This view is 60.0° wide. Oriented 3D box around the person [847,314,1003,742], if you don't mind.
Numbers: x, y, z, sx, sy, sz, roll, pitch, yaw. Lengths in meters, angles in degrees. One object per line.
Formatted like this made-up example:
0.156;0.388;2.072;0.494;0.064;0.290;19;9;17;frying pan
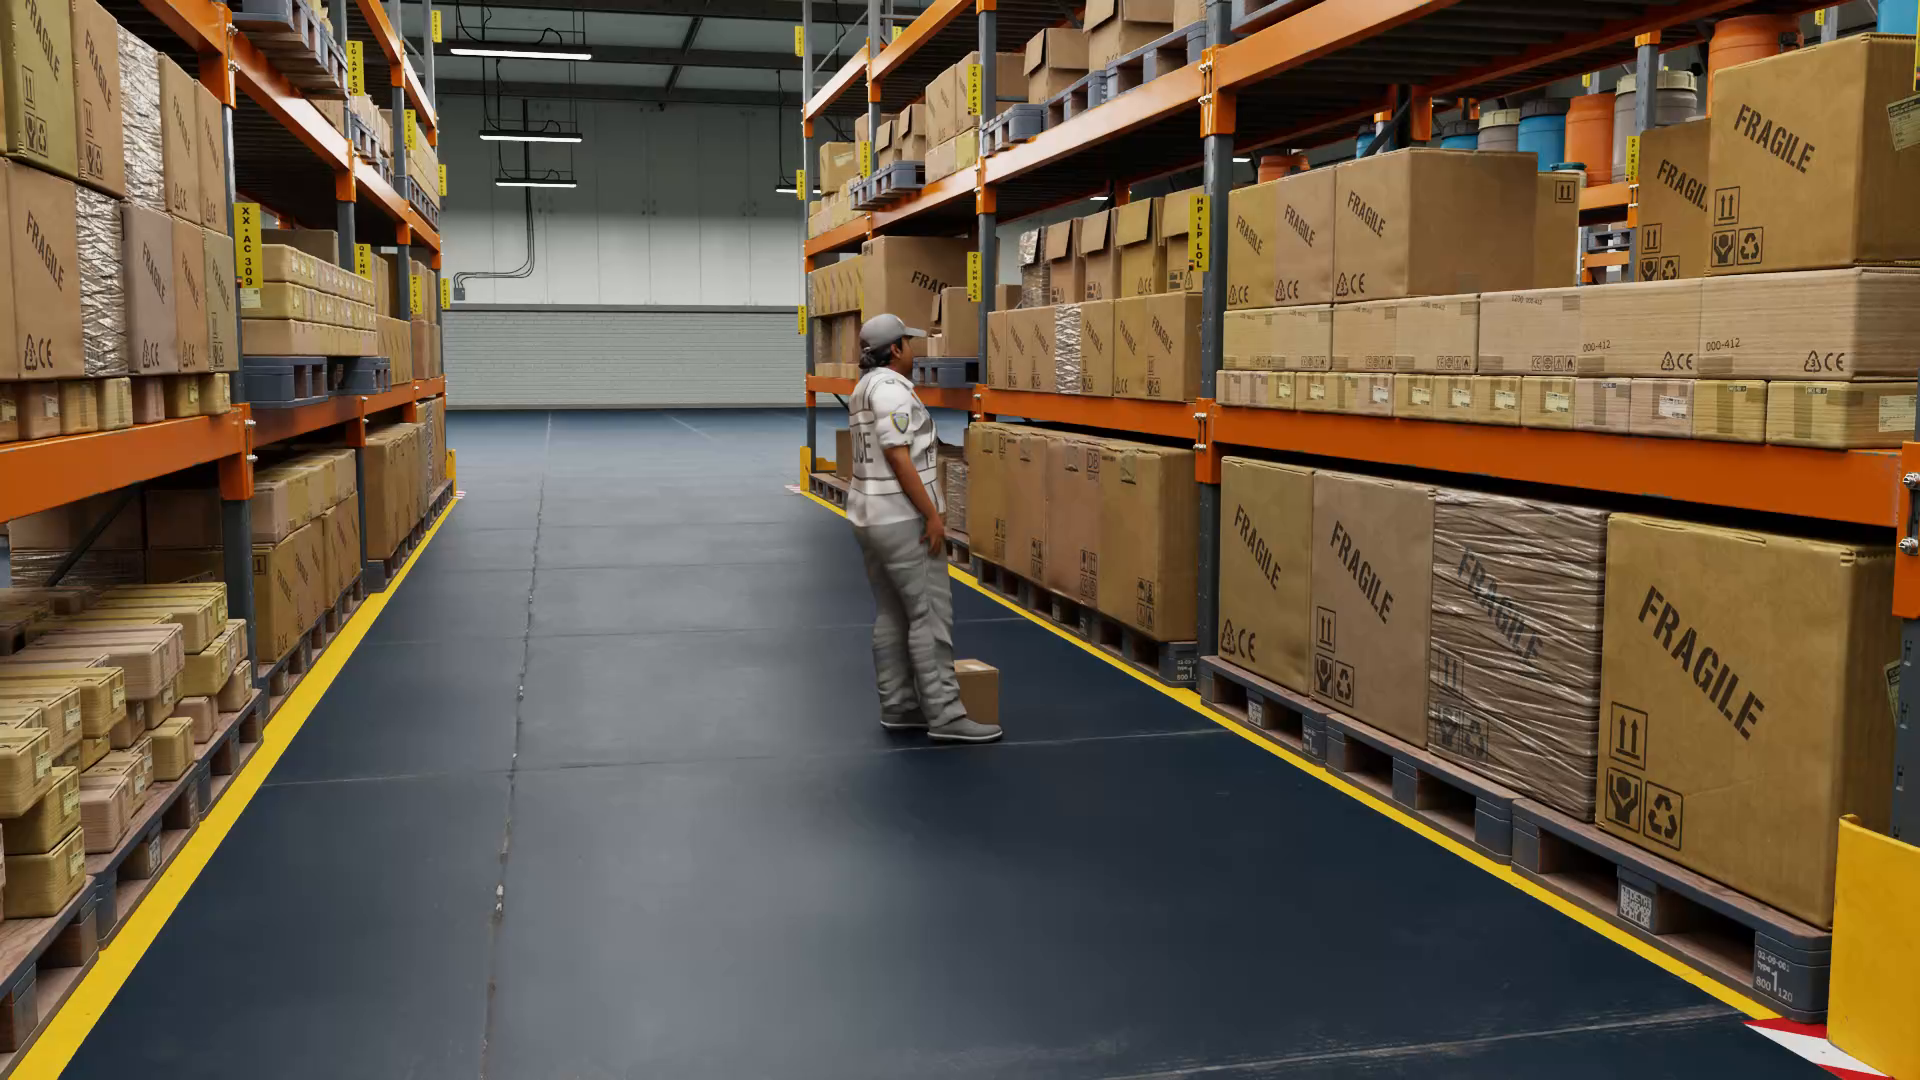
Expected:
-0.163;-0.060;6.626;0.526;1.669;0.596;-2;7;-20;person
